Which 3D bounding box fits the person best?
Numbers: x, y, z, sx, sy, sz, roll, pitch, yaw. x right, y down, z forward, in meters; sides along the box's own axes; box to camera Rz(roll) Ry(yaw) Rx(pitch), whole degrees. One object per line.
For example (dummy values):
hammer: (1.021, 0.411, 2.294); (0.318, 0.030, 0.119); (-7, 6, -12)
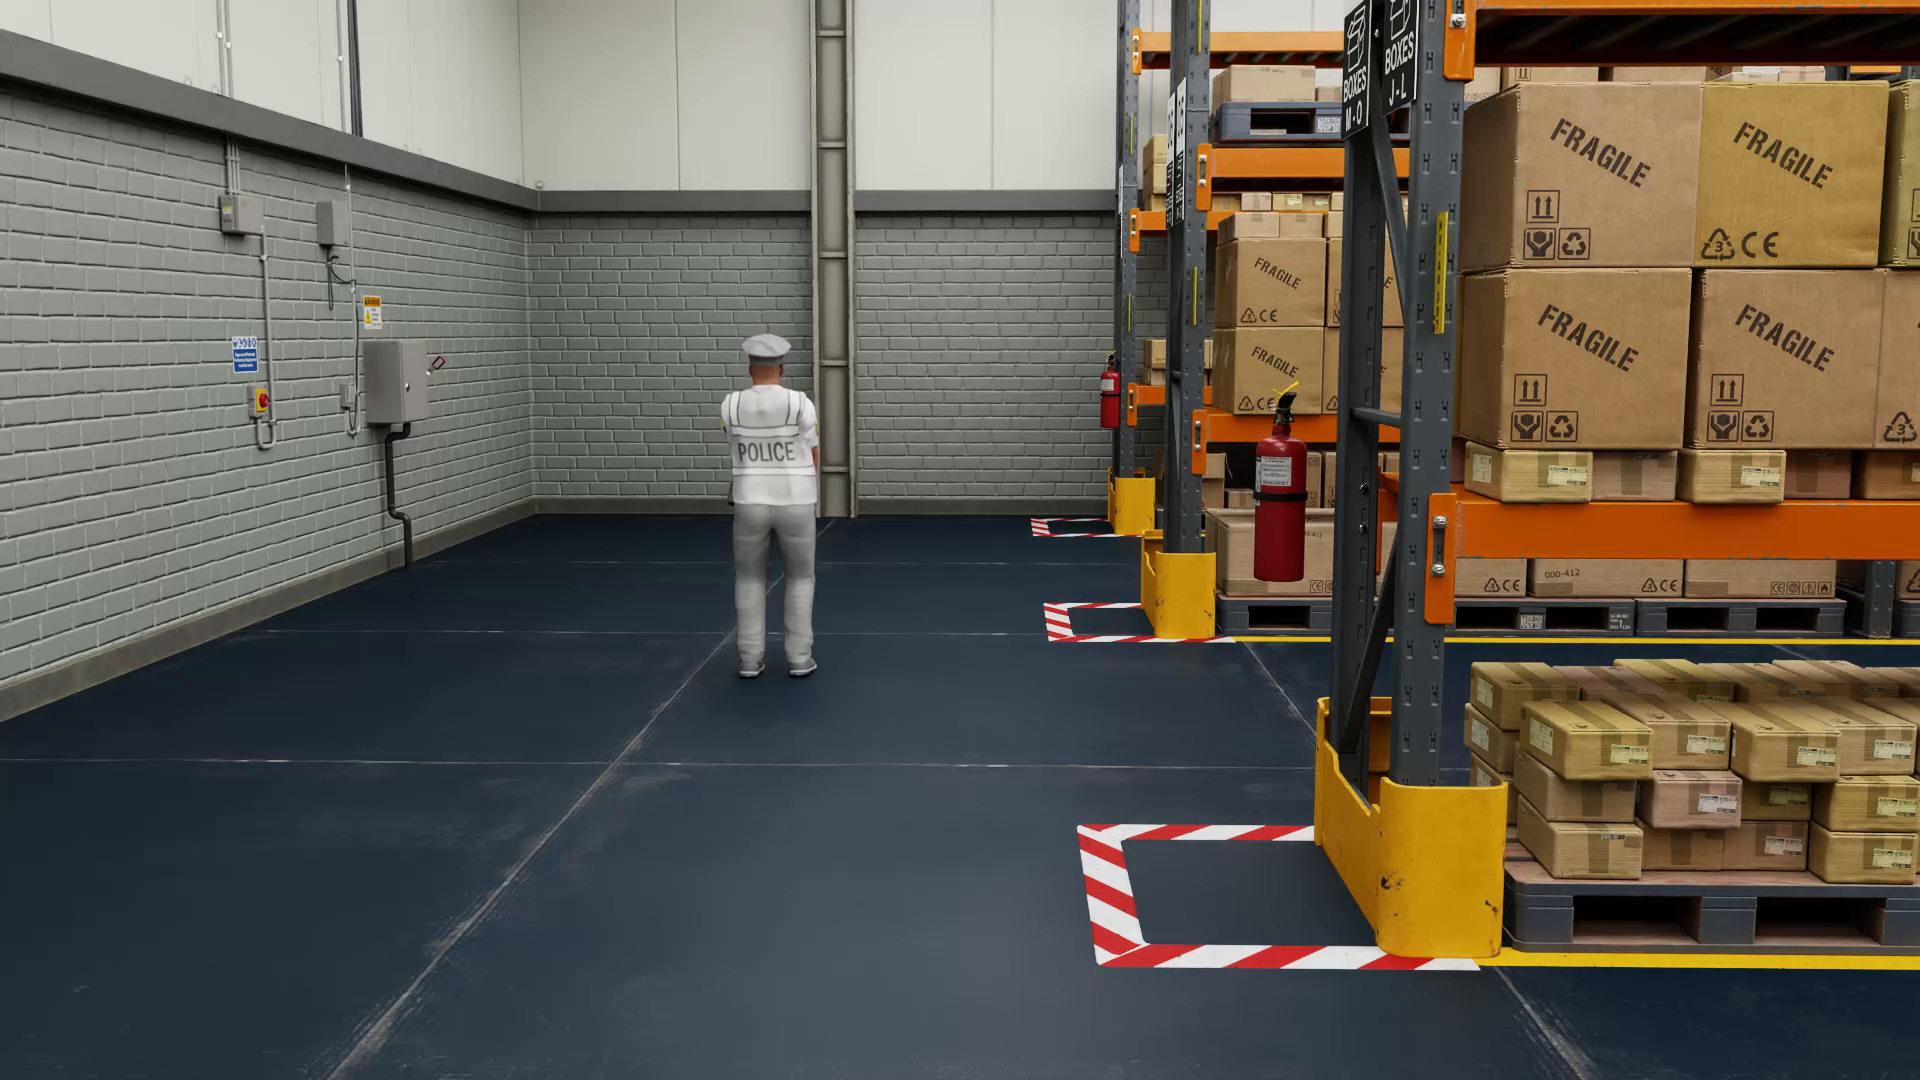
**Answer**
person: (-0.966, -0.182, 8.633); (0.494, 1.768, 0.556); (0, 7, 2)
